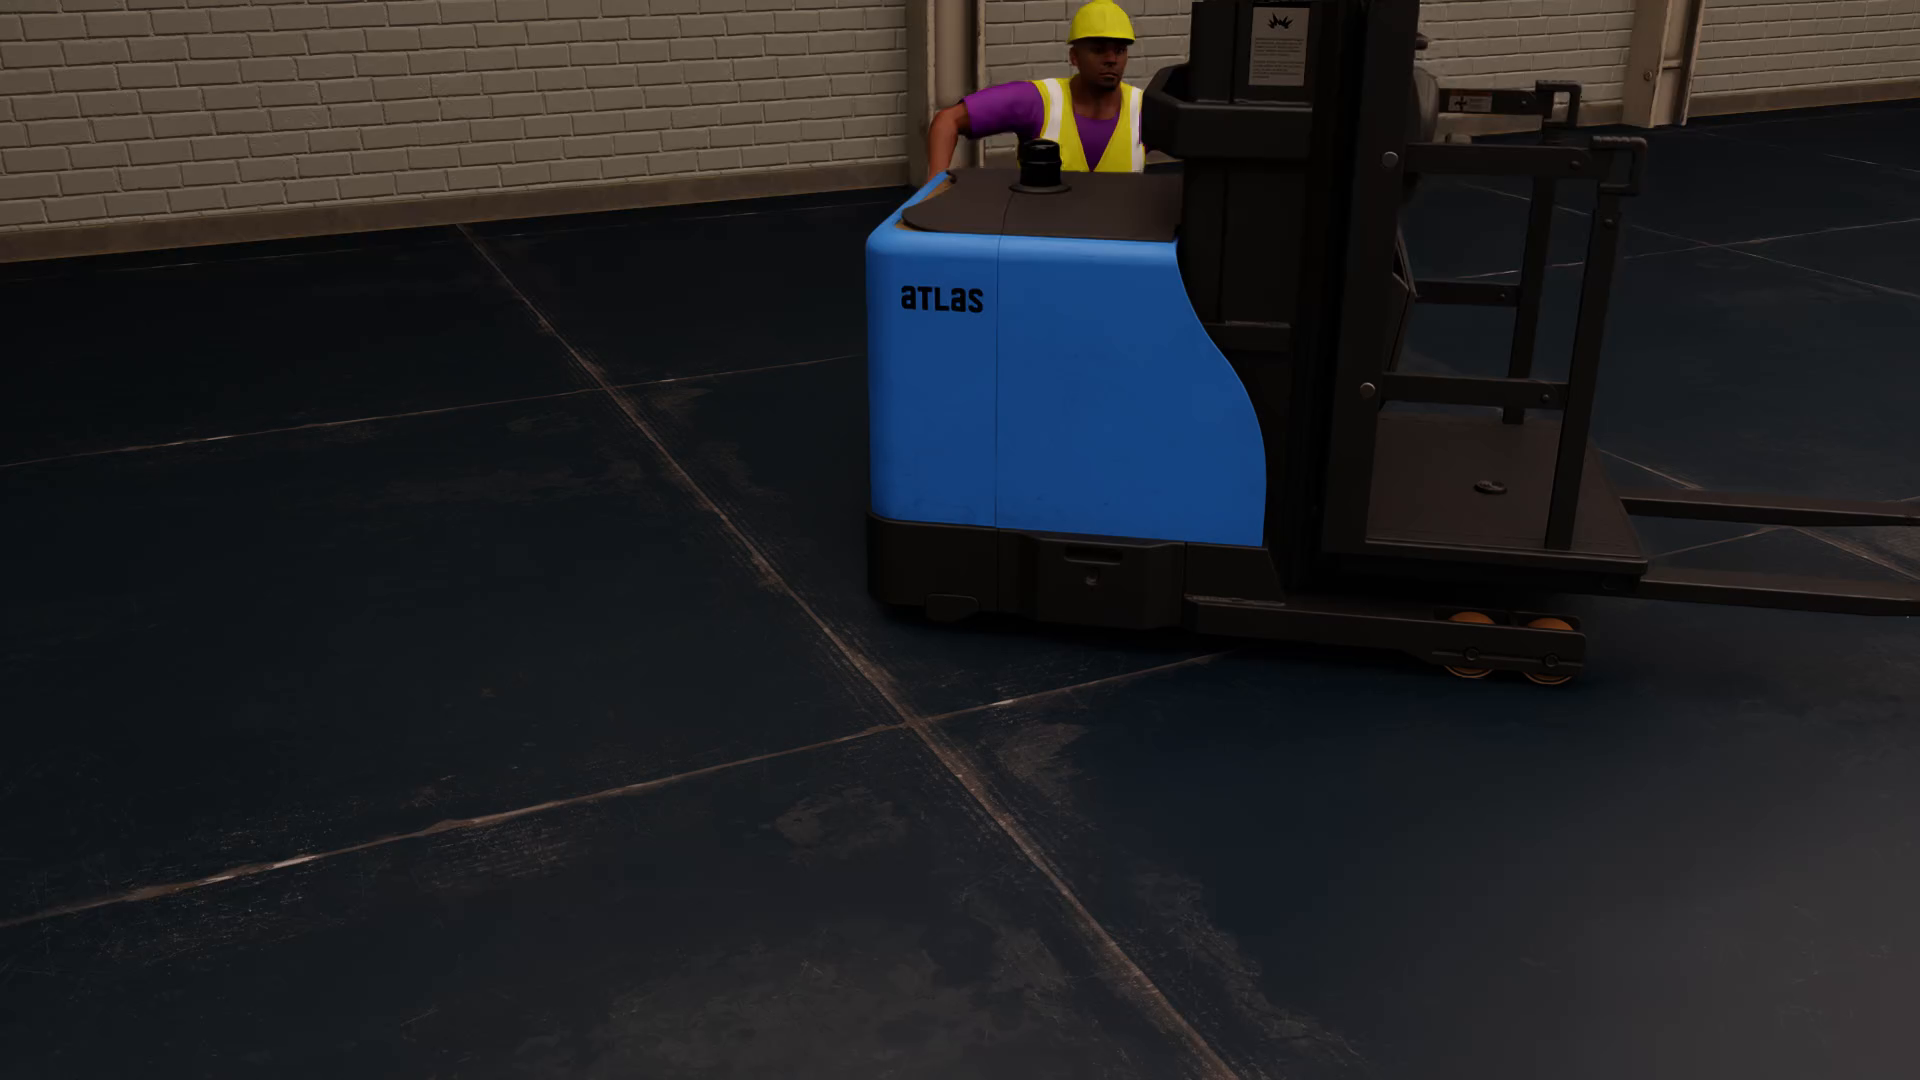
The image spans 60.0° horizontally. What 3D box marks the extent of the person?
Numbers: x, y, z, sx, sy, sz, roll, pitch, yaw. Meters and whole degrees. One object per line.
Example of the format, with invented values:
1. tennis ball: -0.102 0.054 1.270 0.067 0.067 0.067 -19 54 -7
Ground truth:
1. person: 0.411 -0.894 5.280 1.108 1.532 0.876 -6 23 -14

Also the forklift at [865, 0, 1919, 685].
1. forklift: 1.314 -1.207 4.192 3.031 2.935 1.130 4 23 10
